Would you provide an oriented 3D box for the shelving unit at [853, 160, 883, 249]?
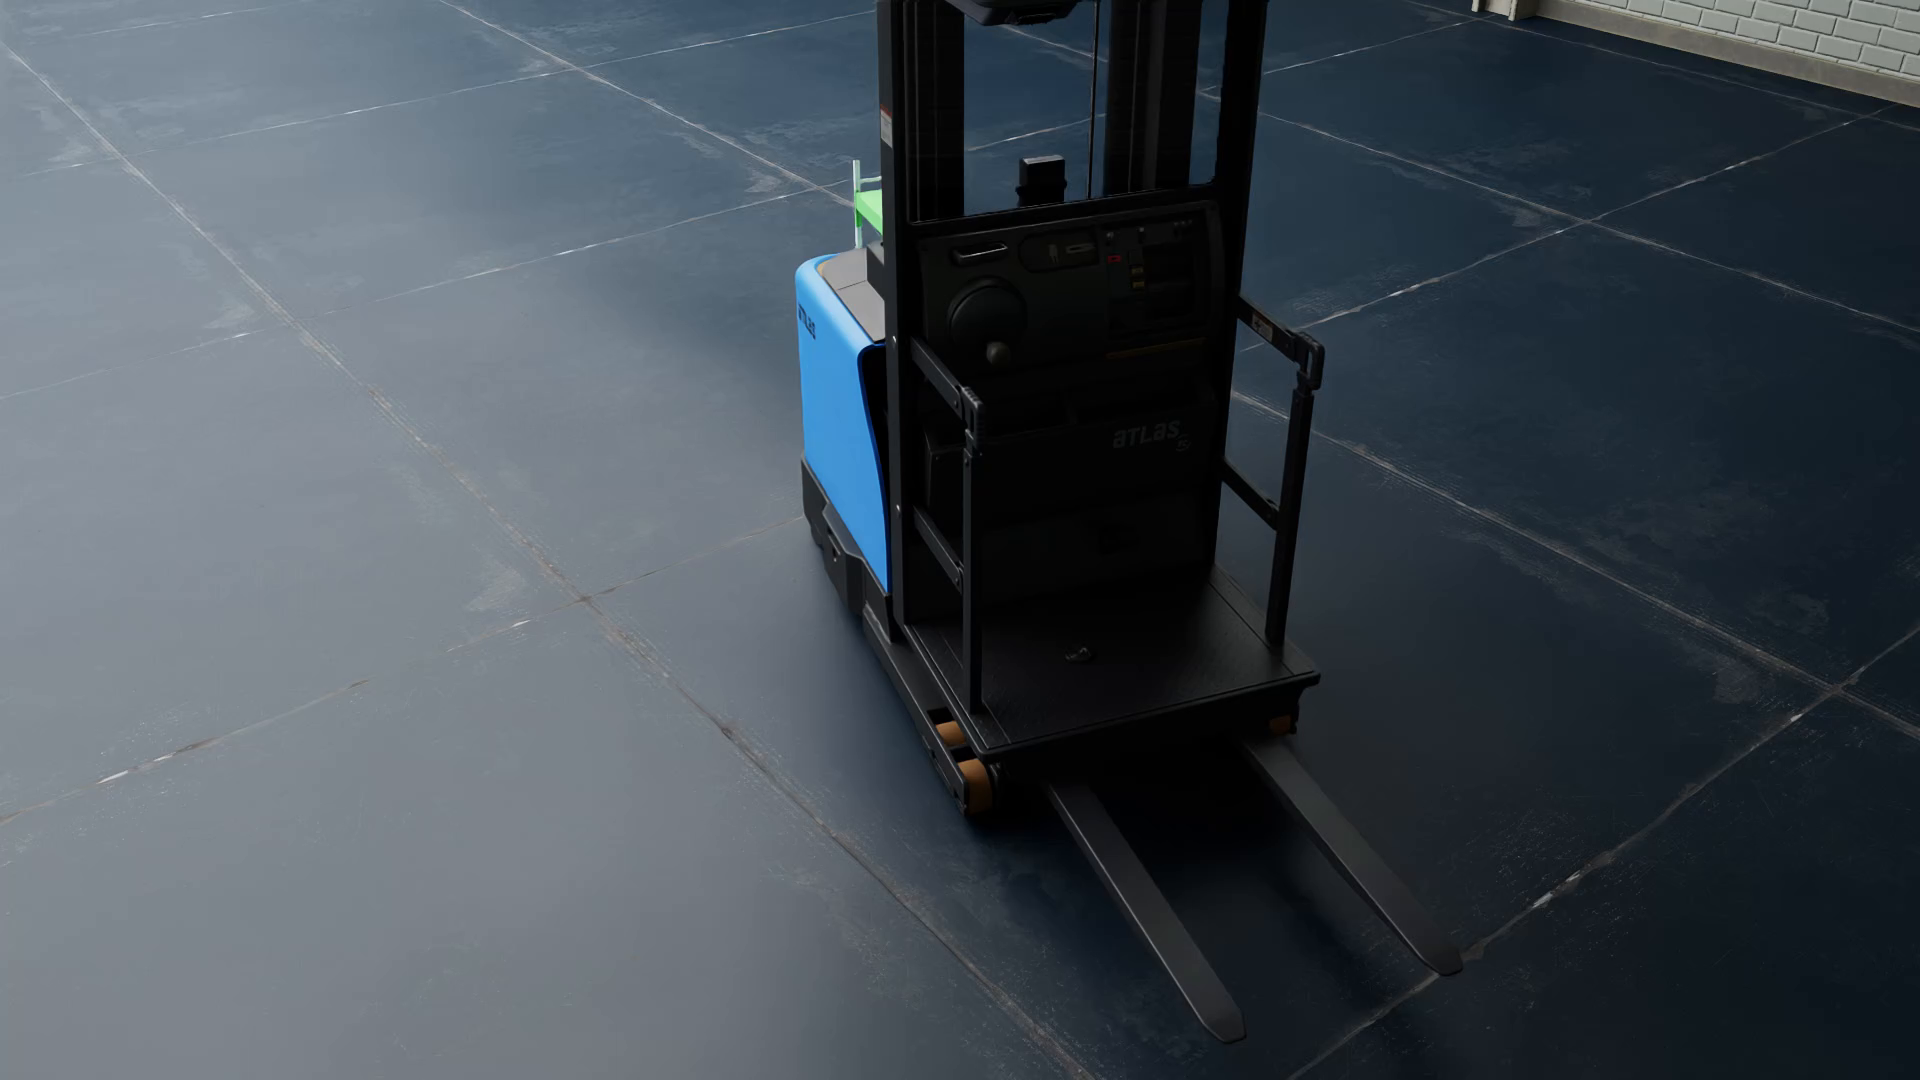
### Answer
[{"bbox_3d":[-0.198,-0.825,6.442,0.258,1.200,0.503,-12,34,-19],"label":"shelving unit"}]

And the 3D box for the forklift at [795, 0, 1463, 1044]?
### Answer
[{"bbox_3d":[0.403,-0.678,4.564,1.130,2.935,3.031,-11,34,-17],"label":"forklift"}]

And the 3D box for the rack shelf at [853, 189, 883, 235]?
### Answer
[{"bbox_3d":[-0.198,-1.179,6.222,0.258,0.148,0.480,-12,34,-19],"label":"rack shelf"}]

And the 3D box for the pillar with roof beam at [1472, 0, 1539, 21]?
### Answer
[{"bbox_3d":[0.786,-6.486,8.163,9.100,9.000,0.400,-22,38,-31],"label":"pillar with roof beam"}]

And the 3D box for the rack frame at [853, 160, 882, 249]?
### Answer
[{"bbox_3d":[-0.290,-0.945,6.634,0.240,1.200,0.015,-12,34,-19],"label":"rack frame"}]
